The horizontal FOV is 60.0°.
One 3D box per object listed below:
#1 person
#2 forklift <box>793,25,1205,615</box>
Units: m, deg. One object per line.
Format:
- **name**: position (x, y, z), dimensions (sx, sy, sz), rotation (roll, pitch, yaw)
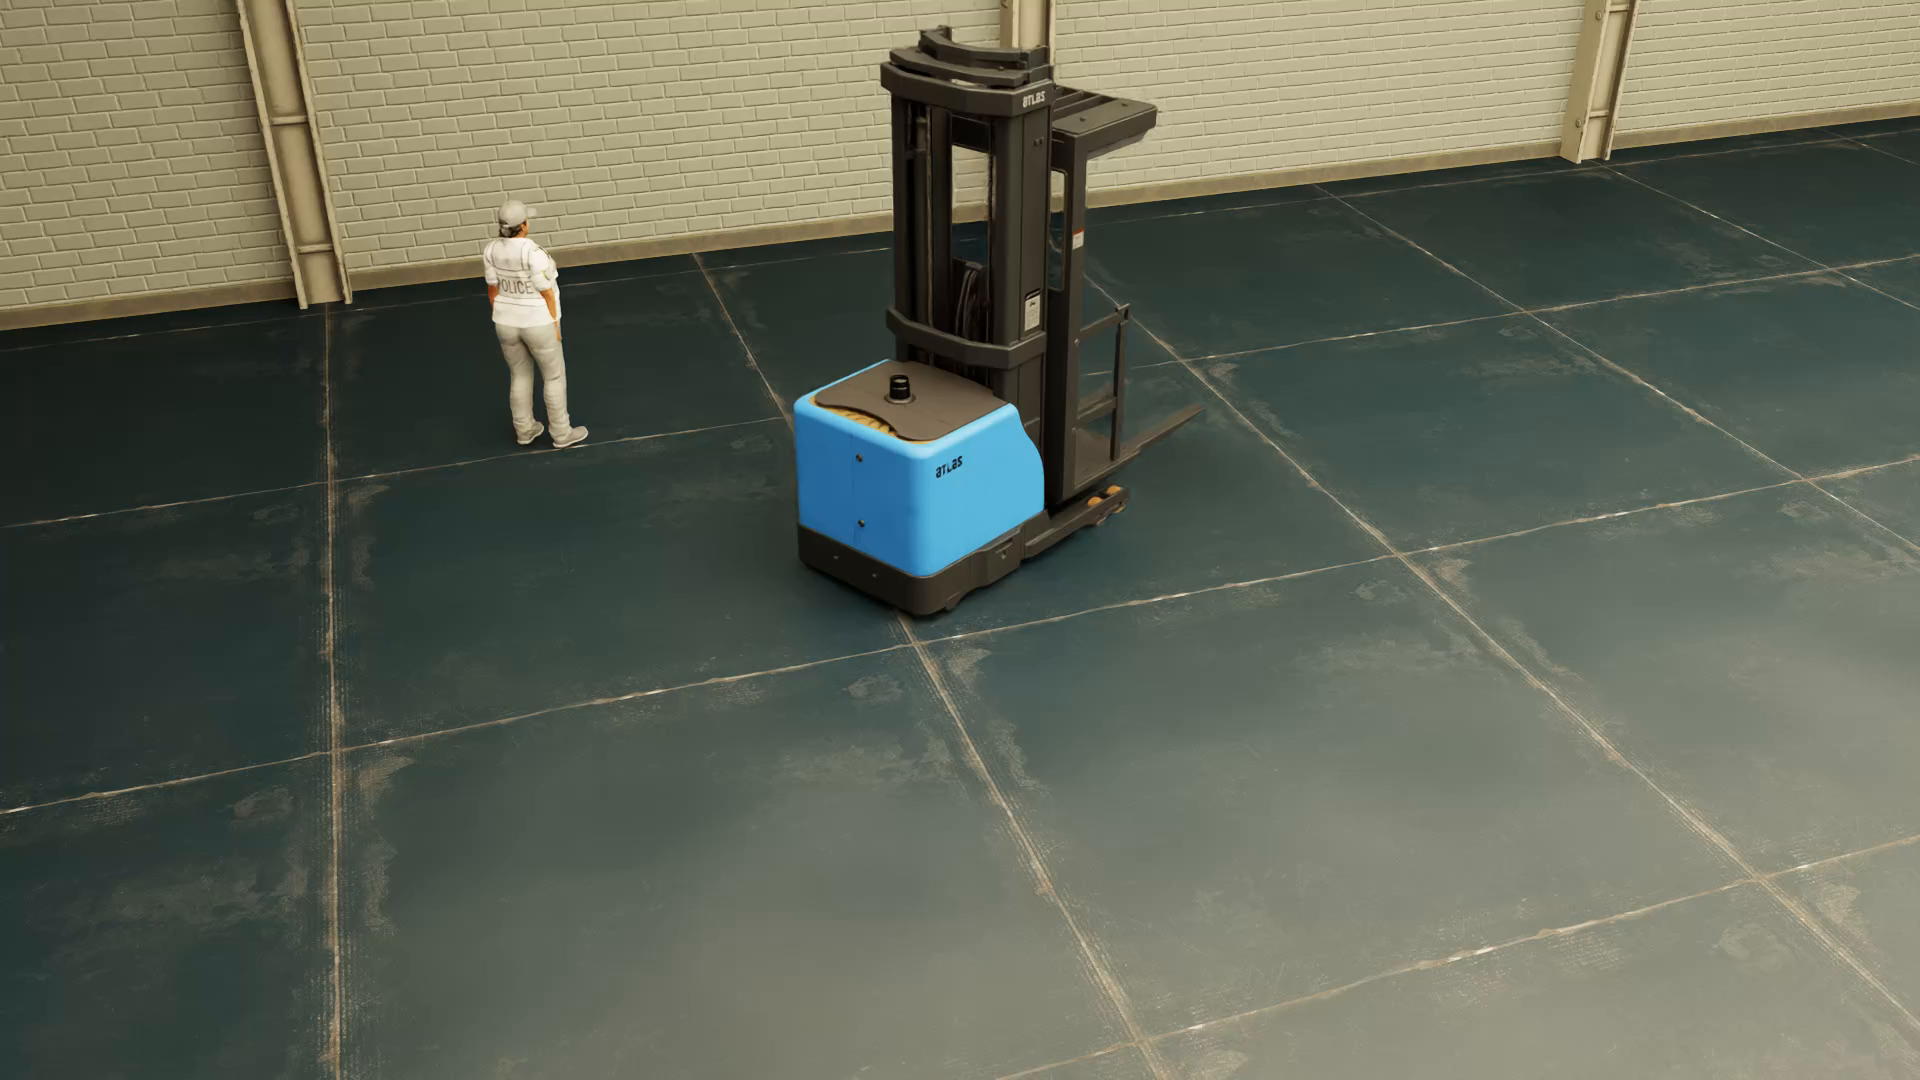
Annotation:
- **person**: position (-2.783, -1.394, 10.786), dimensions (0.486, 1.668, 0.395), rotation (8, 31, 14)
- **forklift**: position (0.399, -1.515, 9.719), dimensions (1.130, 2.935, 3.031), rotation (23, 37, 35)
